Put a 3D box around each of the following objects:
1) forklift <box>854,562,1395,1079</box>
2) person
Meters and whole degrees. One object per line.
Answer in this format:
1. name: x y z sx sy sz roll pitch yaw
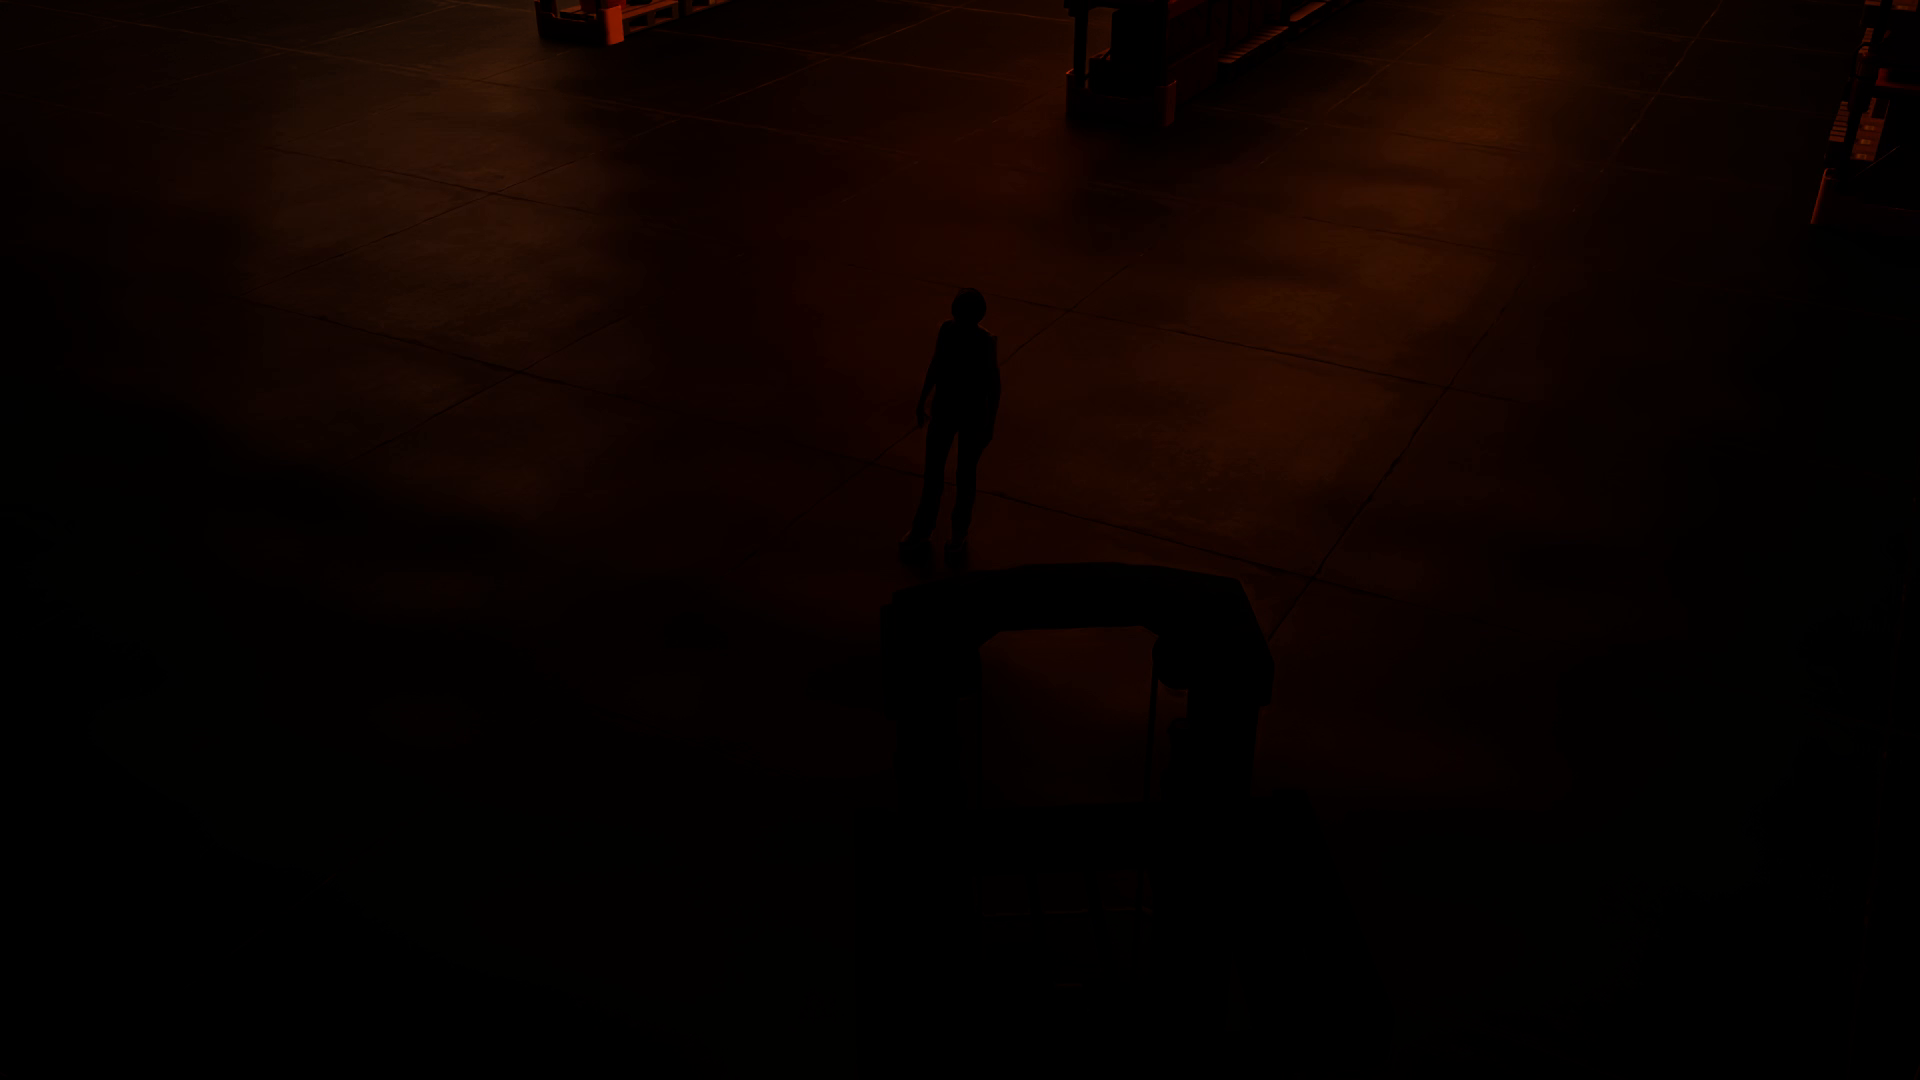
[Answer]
1. forklift: 0.310 1.655 4.204 1.130 2.935 3.031 -2 30 -3
2. person: -0.048 -0.669 9.550 0.520 1.597 0.475 15 33 25
